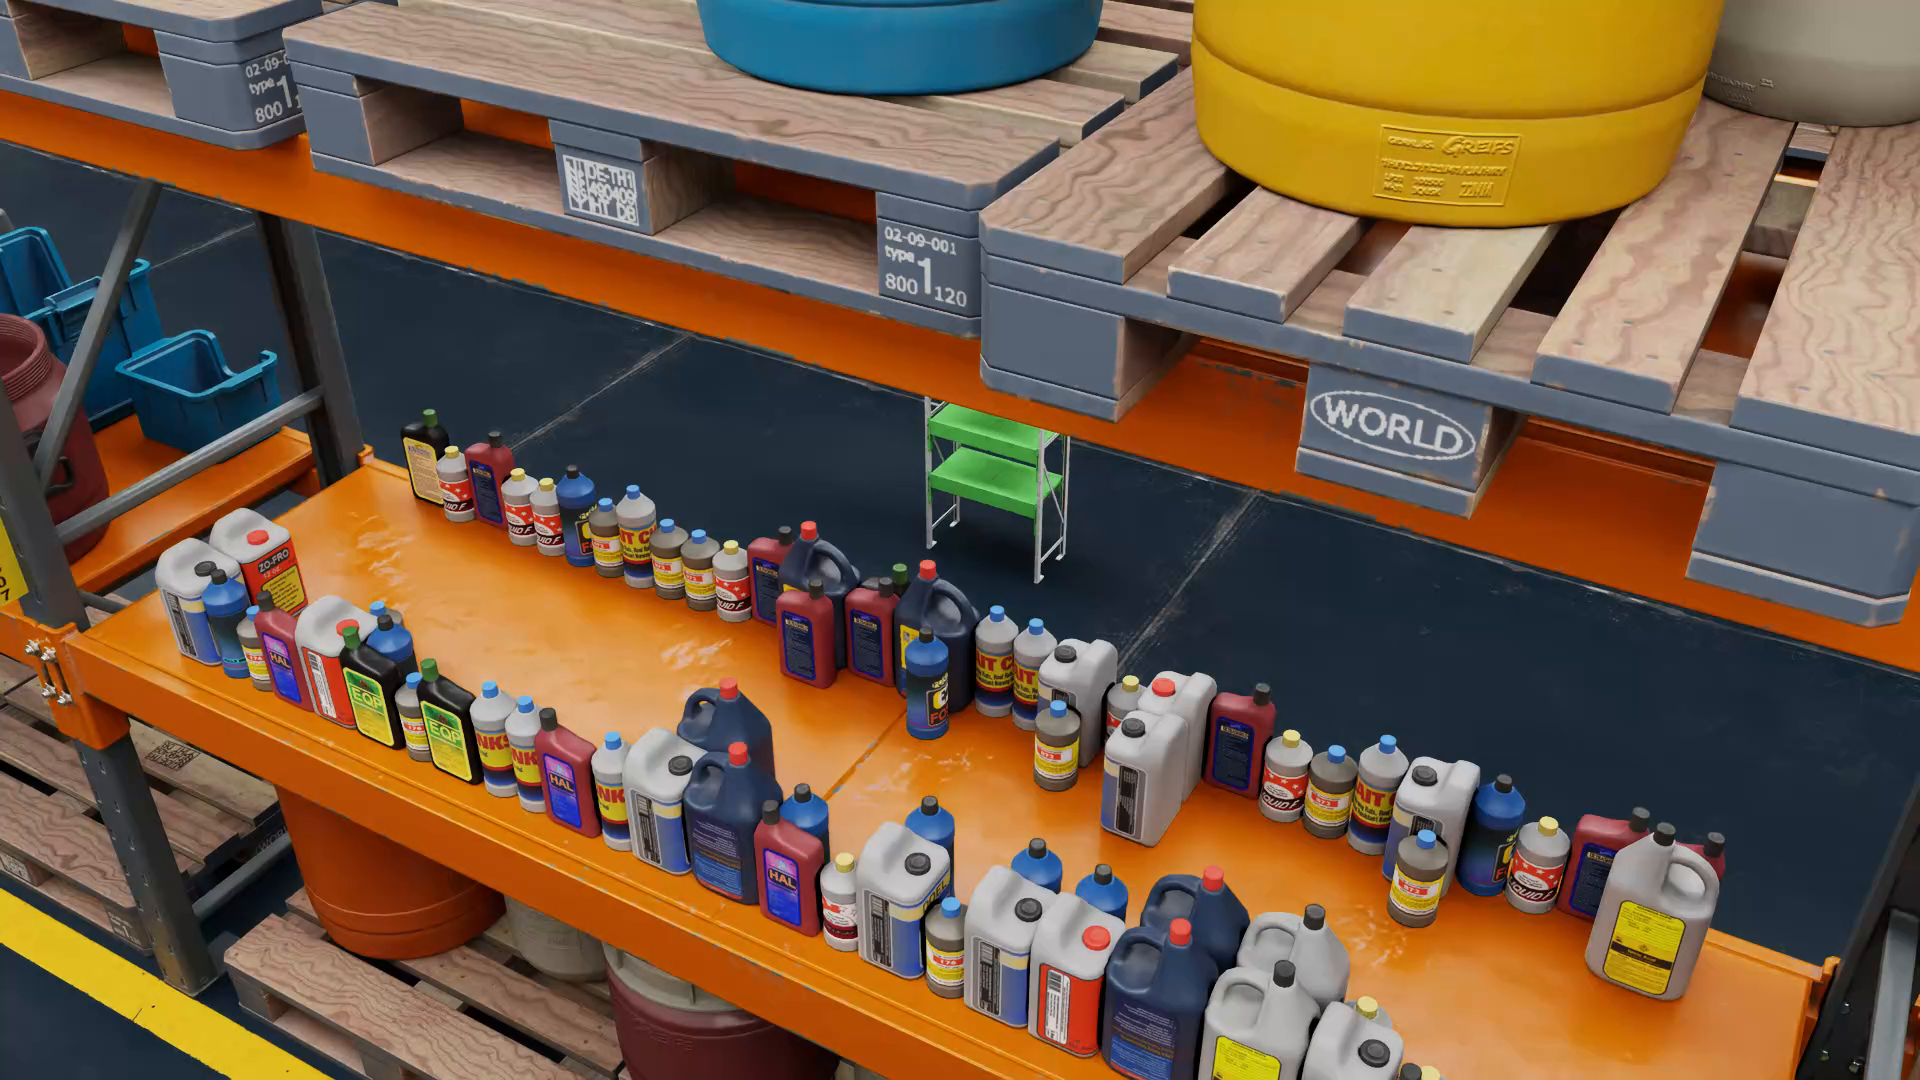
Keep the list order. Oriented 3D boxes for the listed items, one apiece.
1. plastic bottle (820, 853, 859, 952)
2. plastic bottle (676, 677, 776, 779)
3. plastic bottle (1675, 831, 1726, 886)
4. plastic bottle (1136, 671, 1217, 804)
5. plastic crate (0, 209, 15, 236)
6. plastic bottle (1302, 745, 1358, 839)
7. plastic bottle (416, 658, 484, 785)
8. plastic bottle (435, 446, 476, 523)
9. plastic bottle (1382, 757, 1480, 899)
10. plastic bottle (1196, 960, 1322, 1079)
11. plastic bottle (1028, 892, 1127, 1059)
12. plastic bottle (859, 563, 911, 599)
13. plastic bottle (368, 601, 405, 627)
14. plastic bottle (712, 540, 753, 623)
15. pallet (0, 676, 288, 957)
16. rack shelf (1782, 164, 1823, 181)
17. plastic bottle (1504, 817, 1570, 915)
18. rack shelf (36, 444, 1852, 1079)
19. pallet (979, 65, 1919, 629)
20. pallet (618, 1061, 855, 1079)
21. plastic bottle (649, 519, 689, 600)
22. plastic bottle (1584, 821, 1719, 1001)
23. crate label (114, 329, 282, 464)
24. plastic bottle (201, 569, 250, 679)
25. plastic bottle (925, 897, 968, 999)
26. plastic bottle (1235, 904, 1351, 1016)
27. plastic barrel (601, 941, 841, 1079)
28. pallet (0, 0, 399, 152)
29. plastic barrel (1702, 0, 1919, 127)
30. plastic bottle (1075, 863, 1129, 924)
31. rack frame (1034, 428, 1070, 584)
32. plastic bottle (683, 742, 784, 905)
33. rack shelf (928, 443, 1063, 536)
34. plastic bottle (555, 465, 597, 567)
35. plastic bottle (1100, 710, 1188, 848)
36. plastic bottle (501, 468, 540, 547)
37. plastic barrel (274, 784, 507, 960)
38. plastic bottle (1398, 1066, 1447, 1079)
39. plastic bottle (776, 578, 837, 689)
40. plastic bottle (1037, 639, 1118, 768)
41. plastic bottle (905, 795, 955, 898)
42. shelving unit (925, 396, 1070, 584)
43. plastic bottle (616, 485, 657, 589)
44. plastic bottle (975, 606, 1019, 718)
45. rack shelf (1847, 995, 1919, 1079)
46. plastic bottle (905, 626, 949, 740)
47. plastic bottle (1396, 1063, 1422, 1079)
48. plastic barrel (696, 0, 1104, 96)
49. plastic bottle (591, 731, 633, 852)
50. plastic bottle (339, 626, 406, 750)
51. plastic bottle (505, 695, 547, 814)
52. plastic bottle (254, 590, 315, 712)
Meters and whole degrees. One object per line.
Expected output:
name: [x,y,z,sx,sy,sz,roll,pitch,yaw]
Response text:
plastic bottle: [-0.218,0.686,3.194,0.097,0.201,0.097,0,34,0]
plastic bottle: [-0.486,0.426,3.448,0.185,0.351,0.144,18,37,24]
plastic bottle: [1.366,0.657,3.163,0.133,0.283,0.061,18,37,24]
plastic bottle: [0.455,0.401,3.554,0.135,0.276,0.152,18,37,24]
plastic crate: [-3.252,-0.804,5.193,0.583,0.464,0.402,18,37,24]
plastic bottle: [0.770,0.514,3.451,0.097,0.201,0.097,0,34,0]
plastic bottle: [-1.090,0.387,3.568,0.133,0.283,0.061,18,37,24]
plastic bottle: [-1.347,-0.157,4.458,0.097,0.201,0.097,0,34,0]
plastic bottle: [0.942,0.555,3.323,0.135,0.276,0.152,18,37,24]
plastic bottle: [0.512,0.840,2.827,0.185,0.351,0.144,18,37,24]
plastic bottle: [0.215,0.774,2.993,0.135,0.276,0.152,18,37,24]
plastic bottle: [-0.169,0.171,3.893,0.133,0.283,0.061,18,37,24]
plastic bottle: [-1.338,0.234,3.872,0.097,0.201,0.097,0,34,0]
plastic bottle: [-0.555,0.094,4.081,0.097,0.201,0.097,0,34,0]
pallet: [-2.654,0.743,5.443,1.213,0.211,1.003,18,37,24]
rack shelf: [2.197,-1.719,7.274,4.000,0.370,1.077,18,37,24]
plastic bottle: [1.141,0.631,3.275,0.097,0.201,0.097,0,34,0]
rack shelf: [-0.264,0.664,3.696,4.000,0.370,1.077,18,37,24]
pallet: [0.743,-0.424,2.145,1.003,0.211,1.213,18,37,24]
pallet: [-0.240,1.508,4.295,1.213,0.211,1.003,18,37,24]
plastic bottle: [-0.724,0.041,4.162,0.097,0.201,0.097,0,34,0]
plastic bottle: [1.292,0.671,3.081,0.185,0.351,0.144,18,37,24]
crate label: [-2.180,-0.412,4.814,0.416,0.233,0.303,18,37,24]
plastic bottle: [-1.698,0.187,3.878,0.097,0.271,0.097,0,34,0]
plastic bottle: [-0.016,0.749,3.098,0.097,0.201,0.097,0,34,0]
plastic bottle: [0.583,0.770,2.932,0.185,0.351,0.144,18,37,24]
plastic barrel: [-0.587,1.080,4.218,0.708,0.588,0.600,18,37,24]
pallet: [-1.385,-1.098,3.157,1.213,0.211,1.003,18,37,24]
plastic barrel: [1.140,-0.831,2.084,0.433,0.535,0.433,0,34,0]
plastic bottle: [0.260,0.711,3.092,0.097,0.271,0.097,0,34,0]
rack frame: [0.356,-0.387,6.248,0.015,1.200,0.240,18,37,24]
plastic bottle: [-0.445,0.537,3.282,0.185,0.351,0.144,18,37,24]
rack shelf: [0.144,-0.201,6.518,0.480,0.148,0.258,18,37,24]
plastic bottle: [-0.977,-0.069,4.263,0.097,0.271,0.097,0,34,0]
plastic bottle: [0.380,0.474,3.444,0.135,0.276,0.152,18,37,24]
plastic bottle: [-1.146,-0.093,4.363,0.097,0.201,0.097,0,34,0]
plastic barrel: [-1.567,0.669,4.618,0.708,0.830,0.600,18,37,24]
plastic bottle: [0.770,0.959,2.782,0.097,0.201,0.097,0,34,0]
plastic bottle: [-0.356,0.203,3.844,0.133,0.283,0.061,18,37,24]
plastic bottle: [0.254,0.337,3.650,0.135,0.276,0.152,18,37,24]
plastic bottle: [-0.058,0.610,3.244,0.097,0.271,0.097,0,34,0]
shelving unit: [0.144,-0.454,6.349,0.503,1.200,0.258,18,37,24]
plastic bottle: [-0.808,-0.015,4.183,0.097,0.271,0.097,0,34,0]
plastic bottle: [0.083,0.267,3.759,0.097,0.271,0.097,0,34,0]
rack shelf: [3.209,1.764,2.044,4.000,0.370,1.077,18,37,24]
plastic bottle: [-0.074,0.310,3.695,0.097,0.271,0.097,0,34,0]
plastic bottle: [0.746,0.968,2.695,0.133,0.283,0.061,18,37,24]
plastic barrel: [-0.085,-1.113,2.178,0.708,0.901,0.600,18,37,24]
plastic bottle: [-0.696,0.505,3.401,0.097,0.271,0.097,0,34,0]
plastic bottle: [-1.290,0.323,3.663,0.133,0.283,0.061,18,37,24]
plastic bottle: [-0.896,0.442,3.497,0.097,0.271,0.097,0,34,0]
plastic bottle: [-1.523,0.250,3.774,0.133,0.283,0.061,18,37,24]
